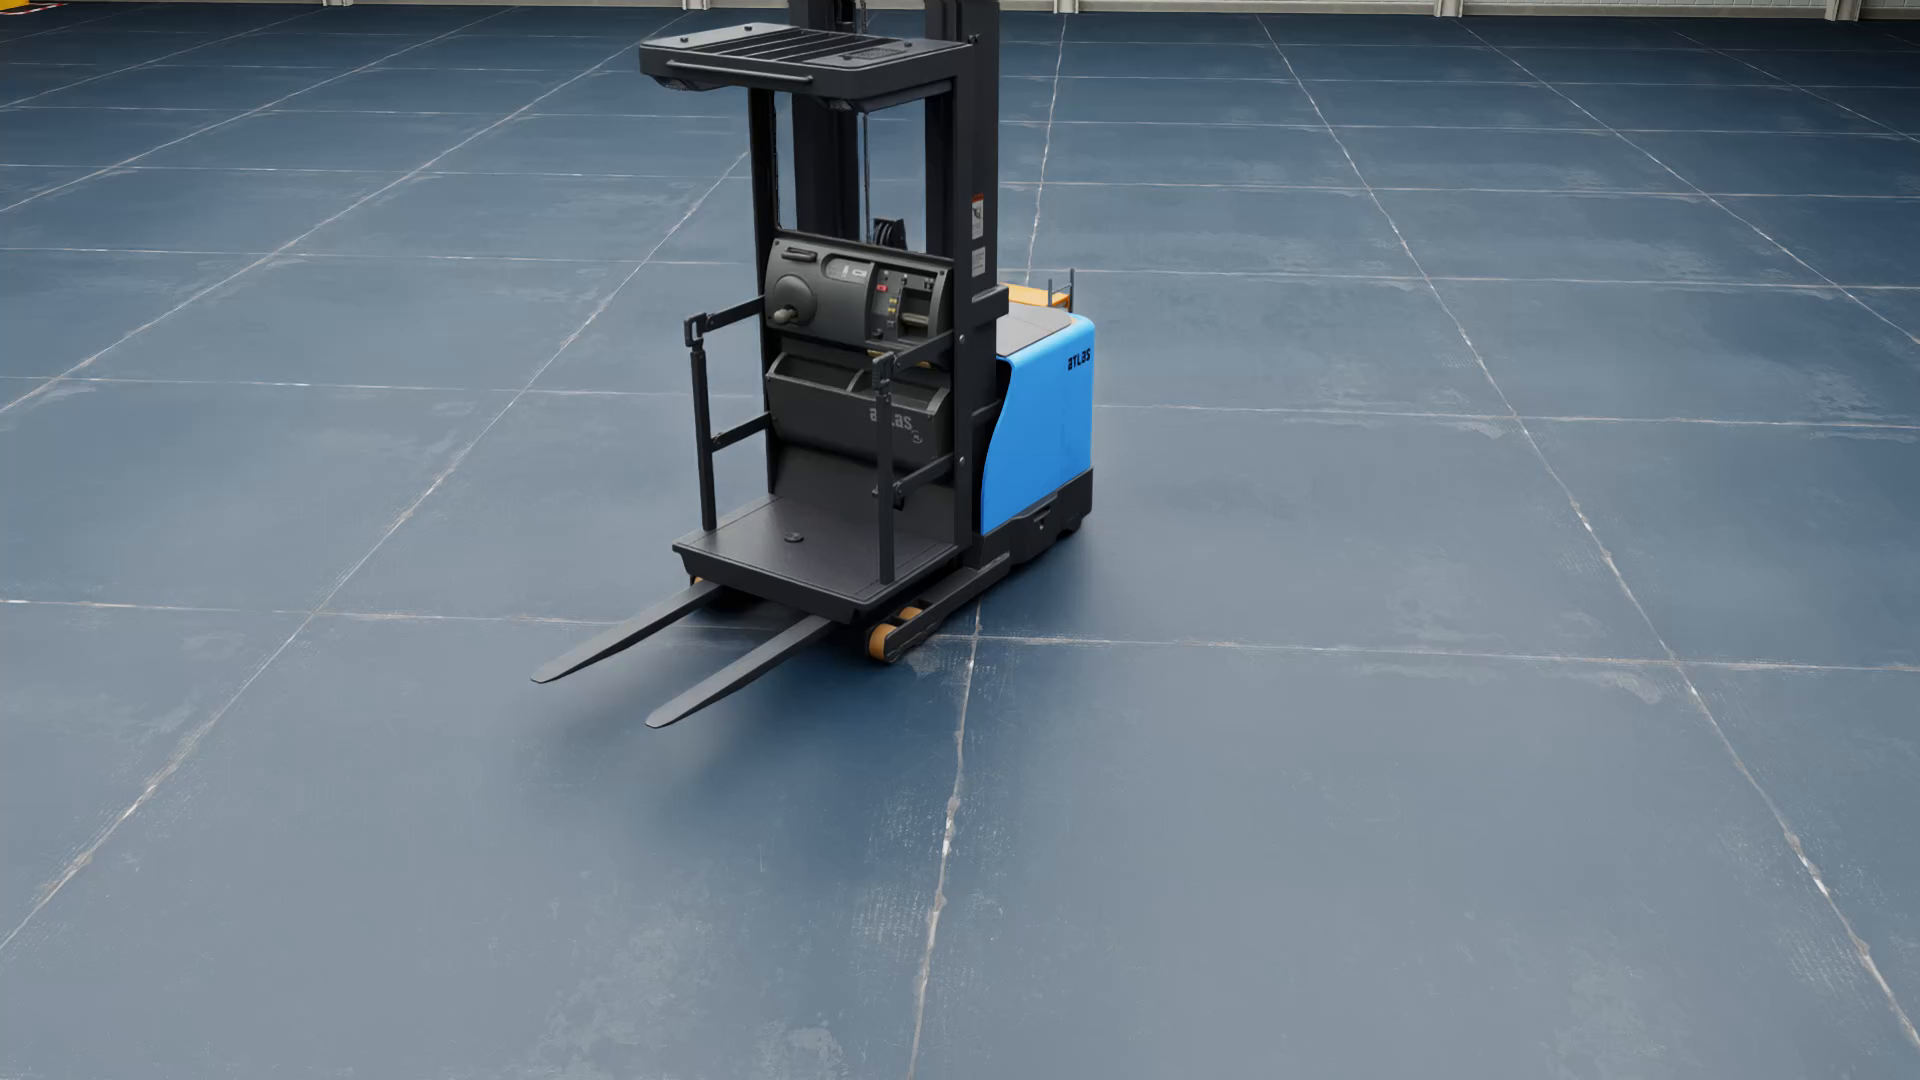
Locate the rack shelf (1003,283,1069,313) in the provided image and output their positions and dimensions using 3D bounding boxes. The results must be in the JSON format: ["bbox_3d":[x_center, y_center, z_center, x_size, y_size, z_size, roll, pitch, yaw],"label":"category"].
[{"bbox_3d":[0.300,-1.193,8.468,0.480,0.148,0.258,15,29,30],"label":"rack shelf"}]

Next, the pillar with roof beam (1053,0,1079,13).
[{"bbox_3d":[1.371,-10.753,20.853,0.400,9.000,9.100,2,25,4],"label":"pillar with roof beam"}]

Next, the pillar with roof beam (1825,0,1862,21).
[{"bbox_3d":[13.336,-10.369,20.018,0.400,9.000,9.100,2,25,4],"label":"pillar with roof beam"}]

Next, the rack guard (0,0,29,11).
[{"bbox_3d":[-15.597,-8.863,26.914,0.348,0.500,1.175,2,25,4],"label":"rack guard"}]

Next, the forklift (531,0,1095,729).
[{"bbox_3d":[-0.570,-1.032,6.986,1.130,2.935,3.031,16,29,30],"label":"forklift"}]

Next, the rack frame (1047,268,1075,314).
[{"bbox_3d":[0.504,-0.780,8.511,0.015,1.200,0.240,15,29,30],"label":"rack frame"}]

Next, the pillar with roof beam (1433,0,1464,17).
[{"bbox_3d":[7.353,-10.561,20.436,0.400,9.000,9.100,2,25,4],"label":"pillar with roof beam"}]

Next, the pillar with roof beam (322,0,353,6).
[{"bbox_3d":[-10.594,-11.137,21.687,0.400,9.000,9.100,2,25,4],"label":"pillar with roof beam"}]

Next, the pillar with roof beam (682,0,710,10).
[{"bbox_3d":[-4.611,-10.945,21.270,0.400,9.000,9.100,2,25,4],"label":"pillar with roof beam"}]

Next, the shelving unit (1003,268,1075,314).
[{"bbox_3d":[0.300,-0.836,8.632,0.503,1.200,0.258,15,29,30],"label":"shelving unit"}]
